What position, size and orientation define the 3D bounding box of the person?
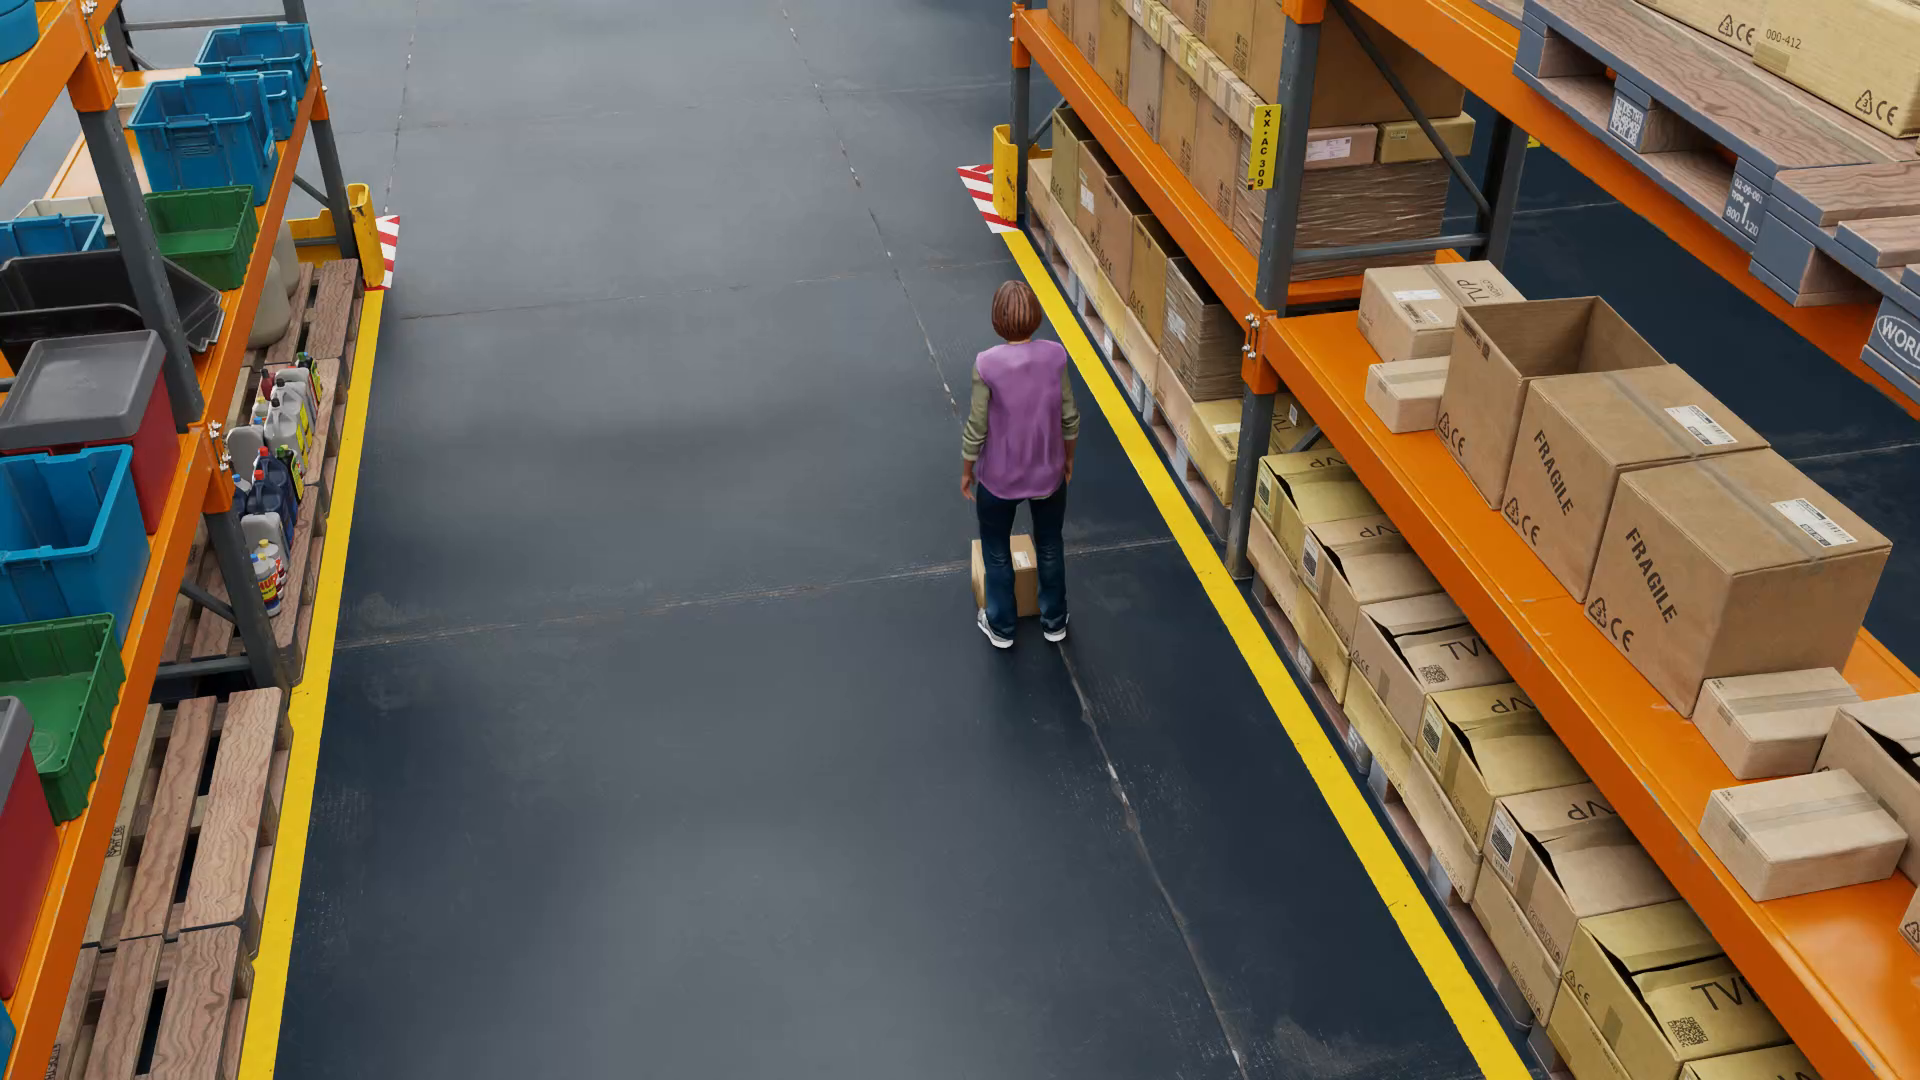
[{"bbox_3d":[0.241,-0.260,6.527,0.484,1.594,0.340,-7,35,-10],"label":"person"}]
